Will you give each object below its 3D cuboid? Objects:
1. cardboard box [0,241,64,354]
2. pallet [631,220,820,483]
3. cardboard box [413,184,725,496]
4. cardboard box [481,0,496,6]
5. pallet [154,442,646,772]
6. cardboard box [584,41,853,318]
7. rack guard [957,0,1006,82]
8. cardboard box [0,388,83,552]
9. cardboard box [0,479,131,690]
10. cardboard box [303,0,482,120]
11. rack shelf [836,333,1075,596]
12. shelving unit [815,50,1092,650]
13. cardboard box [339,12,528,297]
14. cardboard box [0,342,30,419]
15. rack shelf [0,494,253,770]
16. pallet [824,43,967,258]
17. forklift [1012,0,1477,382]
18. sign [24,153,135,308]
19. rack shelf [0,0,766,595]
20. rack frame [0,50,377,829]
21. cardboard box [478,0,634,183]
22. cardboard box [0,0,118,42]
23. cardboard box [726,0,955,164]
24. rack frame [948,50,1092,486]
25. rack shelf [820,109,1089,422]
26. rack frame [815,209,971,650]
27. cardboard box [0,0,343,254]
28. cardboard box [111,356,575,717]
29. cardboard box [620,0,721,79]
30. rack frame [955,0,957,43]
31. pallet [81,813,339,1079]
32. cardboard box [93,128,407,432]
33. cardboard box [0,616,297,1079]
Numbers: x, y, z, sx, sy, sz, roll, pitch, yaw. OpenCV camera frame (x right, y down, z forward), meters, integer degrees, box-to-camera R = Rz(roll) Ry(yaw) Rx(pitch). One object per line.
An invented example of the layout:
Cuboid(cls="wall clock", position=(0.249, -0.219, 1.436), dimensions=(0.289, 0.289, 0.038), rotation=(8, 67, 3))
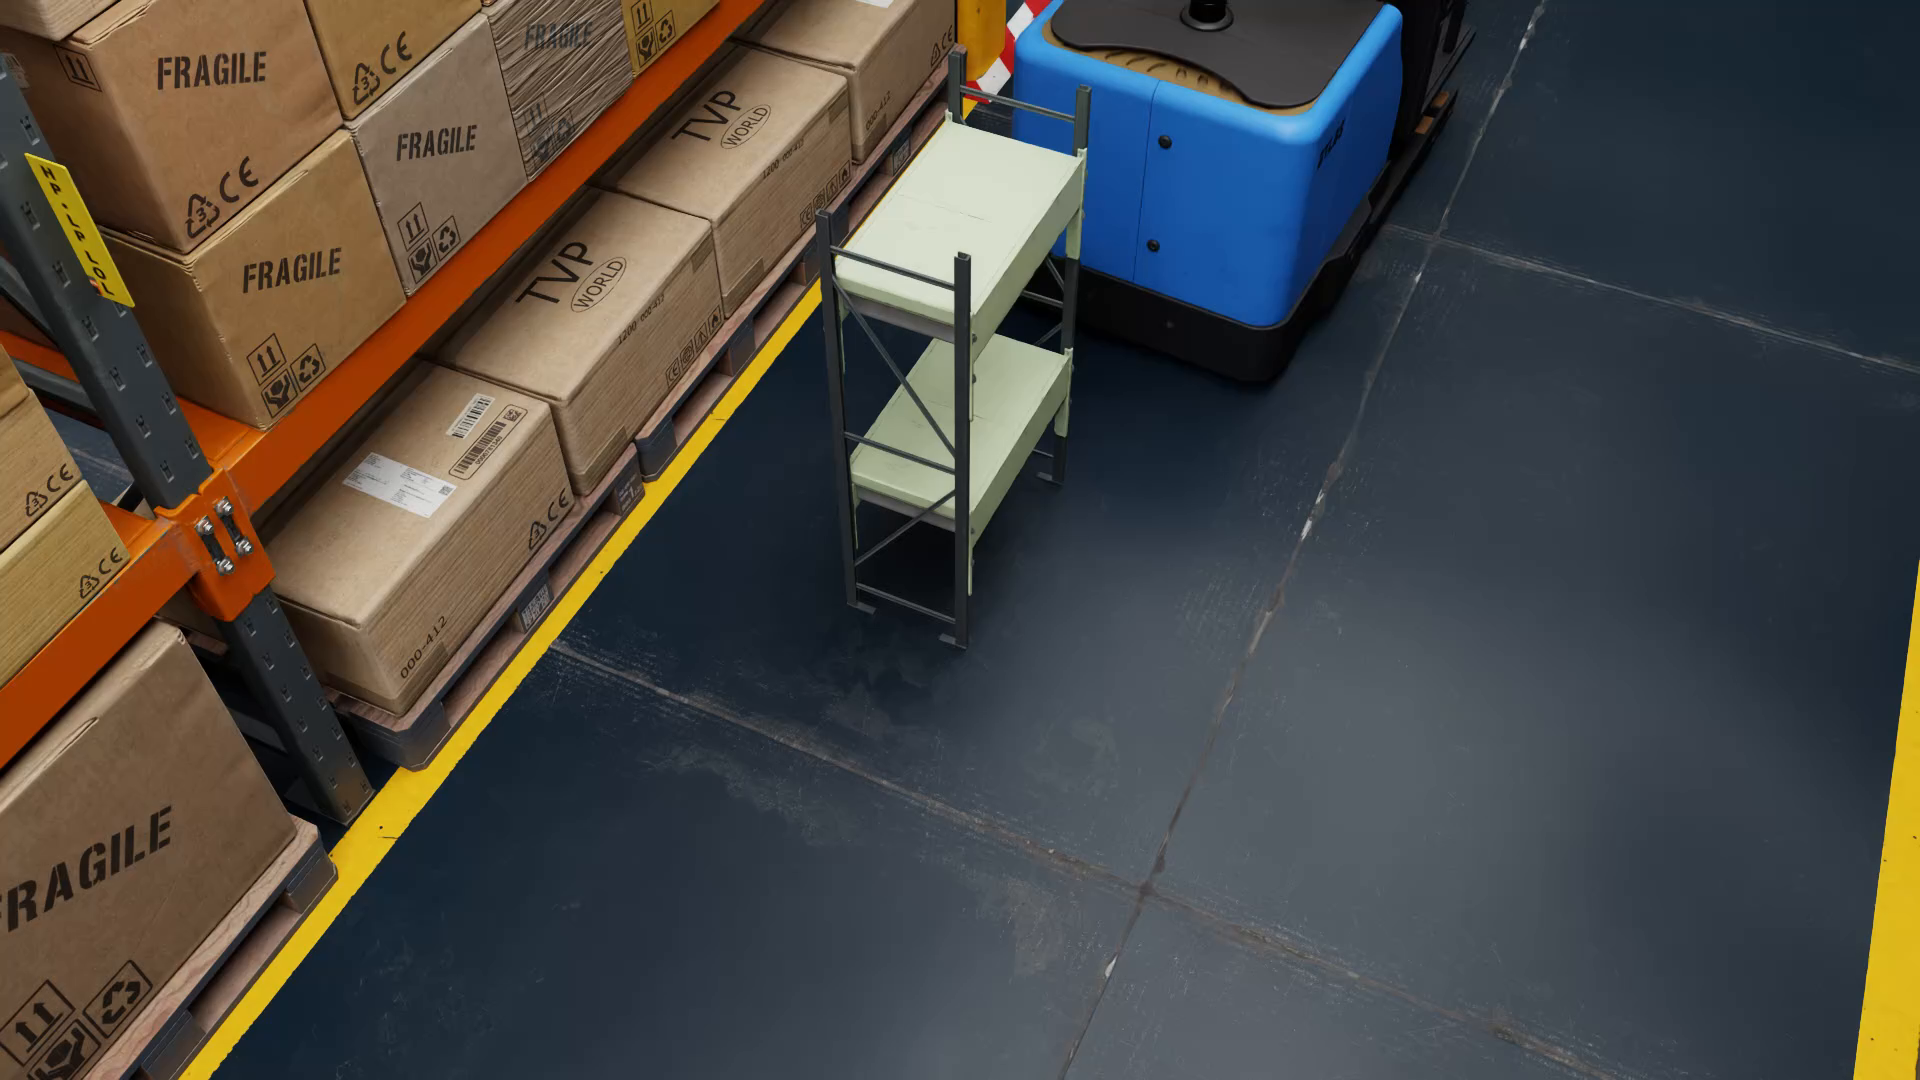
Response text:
Cuboid(cls="cardboard box", position=(-2.142, -0.819, 3.912), dimensions=(0.500, 0.500, 0.500), rotation=(20, 53, 16))
Cuboid(cls="pallet", position=(-1.193, -0.822, 5.811), dimensions=(1.003, 0.211, 1.213), rotation=(20, 52, 16))
Cuboid(cls="cardboard box", position=(-1.362, -0.704, 5.286), dimensions=(0.875, 0.438, 0.875), rotation=(18, 52, 15))
Cuboid(cls="cardboard box", position=(-1.236, -1.684, 3.992), dimensions=(0.500, 0.500, 0.500), rotation=(21, 53, 17))
Cuboid(cls="pallet", position=(-1.713, 0.021, 5.093), dimensions=(1.003, 0.211, 1.213), rotation=(20, 52, 16))
Cuboid(cls="cardboard box", position=(-0.975, -1.324, 5.814), dimensions=(0.875, 0.438, 0.875), rotation=(21, 53, 17))
Cuboid(cls="rack guard", position=(-0.390, -2.345, 6.917), dimensions=(1.175, 0.500, 0.348), rotation=(20, 52, 16))
Cuboid(cls="cardboard box", position=(-2.077, -0.115, 3.148), dimensions=(0.500, 0.250, 0.500), rotation=(20, 52, 16))
Cuboid(cls="cardboard box", position=(-2.072, 0.055, 3.332), dimensions=(0.500, 0.250, 0.500), rotation=(19, 52, 15))
Cuboid(cls="cardboard box", position=(-1.465, -1.335, 3.695), dimensions=(0.500, 0.500, 0.500), rotation=(19, 52, 16))
Cuboid(cls="rack shelf", position=(-0.003, -0.270, 4.923), dimensions=(0.431, 0.370, 0.720), rotation=(20, 52, 16))
Cuboid(cls="shelving unit", position=(-0.003, -0.481, 4.675), dimensions=(0.431, 1.500, 0.755), rotation=(20, 52, 16))
Cuboid(cls="cardboard box", position=(-1.453, -1.000, 4.065), dimensions=(0.500, 0.500, 0.500), rotation=(20, 53, 16))
Cuboid(cls="cardboard box", position=(-2.073, -0.351, 2.857), dimensions=(0.500, 0.500, 0.500), rotation=(21, 53, 17))
Cuboid(cls="rack shelf", position=(-2.963, 1.226, 2.709), dimensions=(1.077, 0.370, 4.000), rotation=(20, 52, 16))
Cuboid(cls="pallet", position=(-0.671, -1.659, 6.523), dimensions=(1.003, 0.211, 1.213), rotation=(20, 52, 16))
Cuboid(cls="forklift", position=(1.315, -2.606, 5.543), dimensions=(1.130, 2.935, 3.031), rotation=(23, 53, 18))
Cuboid(cls="sign", position=(-1.614, -0.564, 3.052), dimensions=(0.100, 0.325, 0.005), rotation=(20, 52, 16))
Cuboid(cls="rack shelf", position=(-1.254, -1.528, 5.053), dimensions=(1.077, 0.370, 4.000), rotation=(20, 52, 16))
Cuboid(cls="rack frame", position=(-2.109, -0.384, 3.607), dimensions=(1.000, 3.000, 0.127), rotation=(20, 52, 16))
Cuboid(cls="cardboard box", position=(-1.235, -1.340, 4.355), dimensions=(0.500, 0.500, 0.500), rotation=(20, 53, 16))
Cuboid(cls="cardboard box", position=(-1.739, -1.084, 3.054), dimensions=(0.380, 0.149, 0.250), rotation=(19, 52, 16))
Cuboid(cls="cardboard box", position=(-0.591, -1.957, 6.352), dimensions=(0.875, 0.438, 0.875), rotation=(18, 52, 15))
Cuboid(cls="rack frame", position=(0.154, -0.733, 4.889), dimensions=(0.400, 1.500, 0.023), rotation=(20, 52, 16))
Cuboid(cls="rack shelf", position=(-0.003, -0.734, 4.378), dimensions=(0.431, 0.370, 0.720), rotation=(20, 52, 16))
Cuboid(cls="rack frame", position=(-0.159, -0.229, 4.460), dimensions=(0.400, 1.500, 0.023), rotation=(20, 52, 16))
Cuboid(cls="cardboard box", position=(-1.686, -0.990, 3.400), dimensions=(0.500, 0.500, 0.500), rotation=(20, 53, 16))
Cuboid(cls="cardboard box", position=(-1.744, -0.087, 4.761), dimensions=(0.875, 0.438, 0.875), rotation=(19, 52, 16))
Cuboid(cls="cardboard box", position=(-1.014, -1.695, 4.657), dimensions=(0.500, 0.500, 0.500), rotation=(21, 53, 17))
Cuboid(cls="rack frame", position=(-0.400, -3.138, 5.951), dimensions=(1.000, 3.000, 0.127), rotation=(20, 52, 16))
Cuboid(cls="pallet", position=(-2.370, 1.075, 4.196), dimensions=(1.003, 0.211, 1.213), rotation=(20, 52, 16))
Cuboid(cls="cardboard box", position=(-1.672, -0.654, 3.772), dimensions=(0.500, 0.500, 0.500), rotation=(21, 53, 17))
Cuboid(cls="cardboard box", position=(-2.301, 0.621, 3.871), dimensions=(0.875, 0.875, 0.875), rotation=(21, 53, 17))
